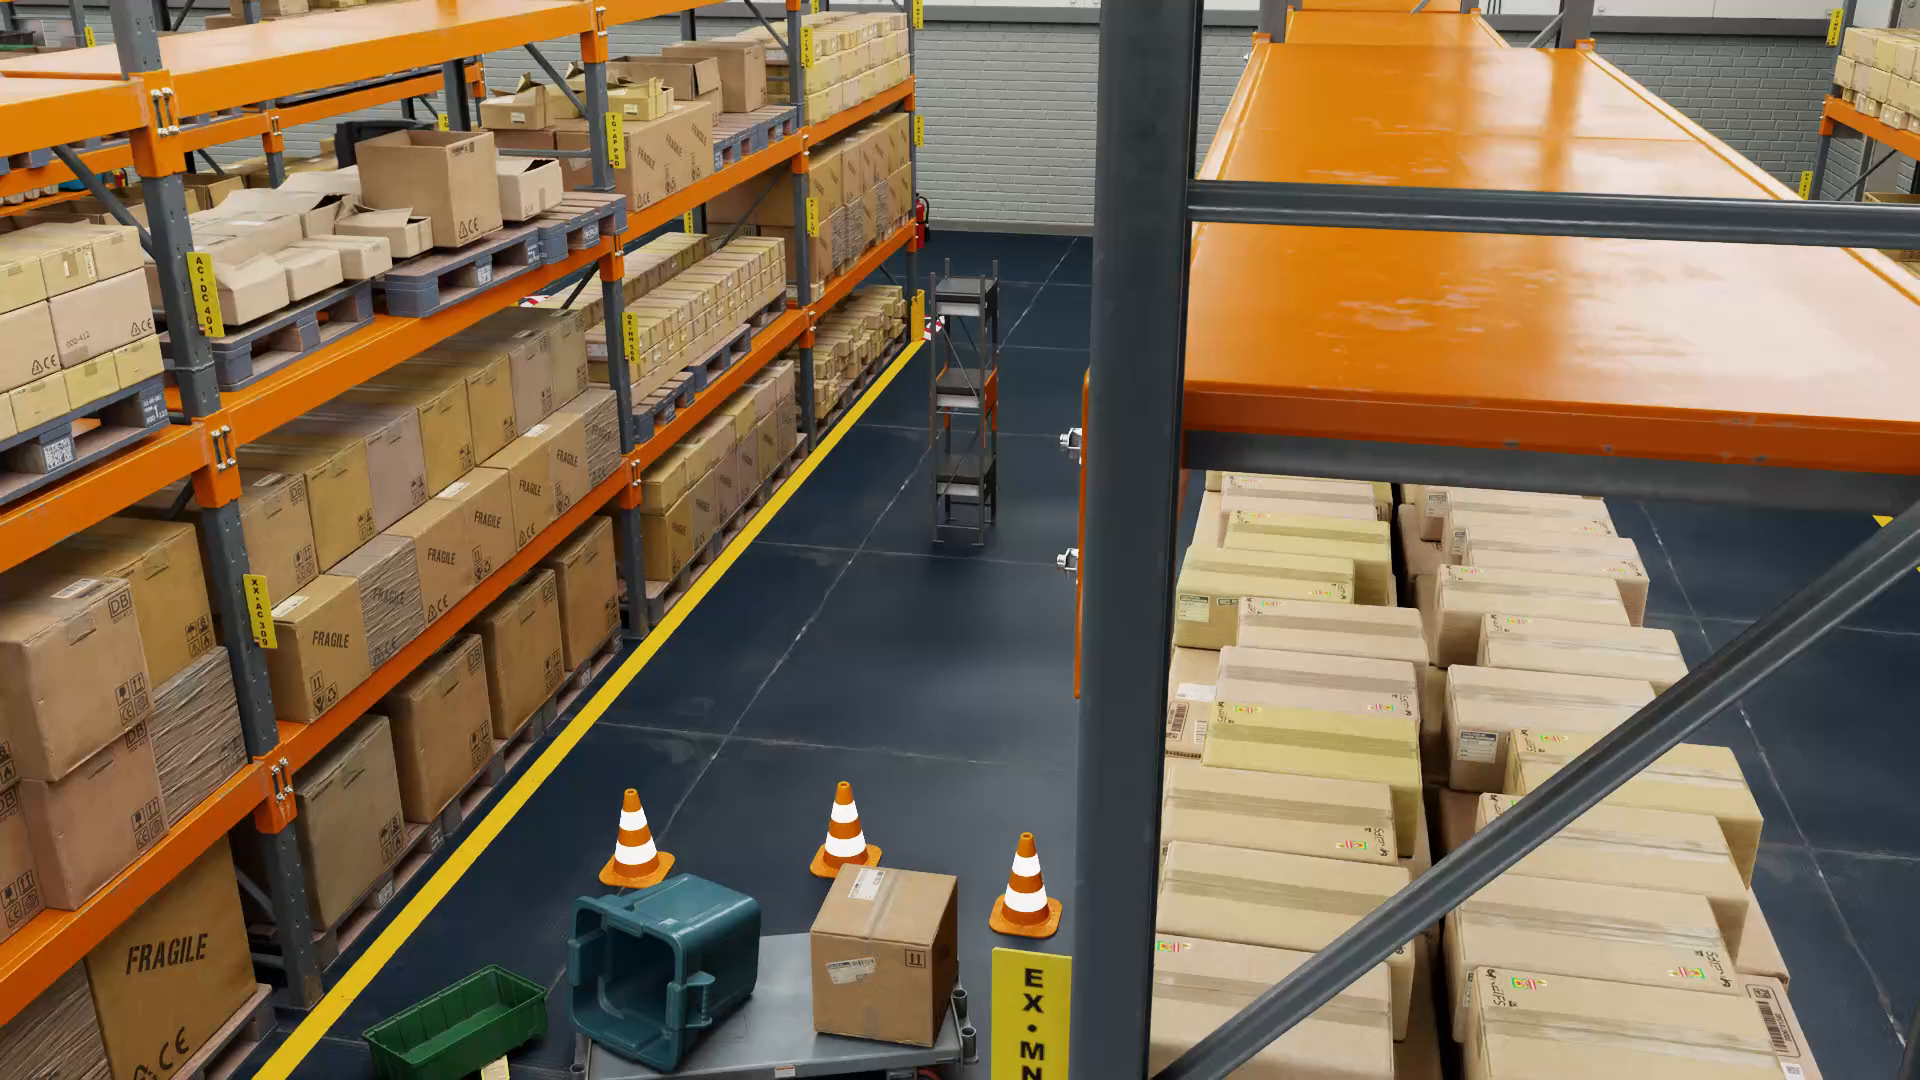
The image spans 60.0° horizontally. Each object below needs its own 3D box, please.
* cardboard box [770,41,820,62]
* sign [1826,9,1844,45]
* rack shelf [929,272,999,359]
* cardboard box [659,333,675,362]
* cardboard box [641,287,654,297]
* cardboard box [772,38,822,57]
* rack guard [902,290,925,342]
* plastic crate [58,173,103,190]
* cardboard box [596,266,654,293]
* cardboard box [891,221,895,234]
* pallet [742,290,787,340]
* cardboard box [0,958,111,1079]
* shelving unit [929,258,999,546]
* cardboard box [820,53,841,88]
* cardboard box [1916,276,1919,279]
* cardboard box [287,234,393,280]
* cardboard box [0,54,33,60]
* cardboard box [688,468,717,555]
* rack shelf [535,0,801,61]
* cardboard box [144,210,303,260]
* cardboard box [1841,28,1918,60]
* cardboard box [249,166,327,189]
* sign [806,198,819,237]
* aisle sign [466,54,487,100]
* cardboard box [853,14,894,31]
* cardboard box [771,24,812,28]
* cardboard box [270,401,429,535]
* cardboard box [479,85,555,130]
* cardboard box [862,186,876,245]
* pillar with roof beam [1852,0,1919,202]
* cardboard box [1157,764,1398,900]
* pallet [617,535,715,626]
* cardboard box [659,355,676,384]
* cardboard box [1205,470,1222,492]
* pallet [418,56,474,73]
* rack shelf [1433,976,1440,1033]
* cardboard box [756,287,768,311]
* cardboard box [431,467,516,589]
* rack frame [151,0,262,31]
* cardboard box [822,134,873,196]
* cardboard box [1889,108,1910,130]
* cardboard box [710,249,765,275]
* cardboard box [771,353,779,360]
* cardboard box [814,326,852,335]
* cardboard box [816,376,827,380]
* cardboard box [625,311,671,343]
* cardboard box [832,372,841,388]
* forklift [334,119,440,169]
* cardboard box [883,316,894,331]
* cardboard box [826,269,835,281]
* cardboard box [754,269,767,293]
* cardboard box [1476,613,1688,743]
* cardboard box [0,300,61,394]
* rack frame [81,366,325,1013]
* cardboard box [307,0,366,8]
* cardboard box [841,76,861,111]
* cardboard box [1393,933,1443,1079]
[{"bbox_3d":[-1.406,-4.158,14.145,0.380,0.149,0.250,4,22,9],"label":"cardboard box"},{"bbox_3d":[8.221,-4.818,15.616,0.100,0.325,0.005,4,22,11],"label":"sign"},{"bbox_3d":[0.034,-1.671,12.355,0.431,0.518,0.480,4,22,11],"label":"rack shelf"},{"bbox_3d":[-2.207,-1.346,11.557,0.380,0.149,0.250,4,22,9],"label":"cardboard box"},{"bbox_3d":[-2.584,-1.861,12.836,0.380,0.149,0.250,4,22,10],"label":"cardboard box"},{"bbox_3d":[-1.410,-4.254,14.383,0.380,0.149,0.250,4,22,10],"label":"cardboard box"},{"bbox_3d":[-0.990,-2.510,18.416,1.175,0.500,0.348,4,22,11],"label":"rack guard"},{"bbox_3d":[-10.544,-4.397,19.629,0.616,0.435,0.499,4,22,11],"label":"plastic crate"},{"bbox_3d":[-2.584,-2.006,12.798,0.380,0.149,0.250,5,23,13],"label":"cardboard box"},{"bbox_3d":[-0.888,-3.259,17.266,0.380,0.149,0.250,4,22,10],"label":"cardboard box"},{"bbox_3d":[-2.089,-1.877,13.755,1.003,0.211,1.213,4,22,11],"label":"pallet"},{"bbox_3d":[-3.800,2.037,6.063,0.875,0.875,0.875,5,22,11],"label":"cardboard box"},{"bbox_3d":[0.034,-1.035,12.612,0.431,2.100,0.503,4,22,11],"label":"shelving unit"},{"bbox_3d":[-1.351,-4.128,14.604,0.500,0.250,0.500,4,22,11],"label":"cardboard box"},{"bbox_3d":[7.889,-1.974,13.543,0.500,0.250,0.500,5,22,11],"label":"cardboard box"},{"bbox_3d":[-2.883,-1.317,7.734,0.380,0.149,0.250,4,22,11],"label":"cardboard box"},{"bbox_3d":[-7.298,-3.370,12.495,0.500,0.500,0.500,6,23,14],"label":"cardboard box"},{"bbox_3d":[-2.114,-0.230,12.193,0.500,0.500,0.500,5,22,12],"label":"cardboard box"},{"bbox_3d":[-2.199,-3.766,11.658,1.077,0.370,4.000,4,22,11],"label":"rack shelf"},{"bbox_3d":[-3.386,-1.340,7.655,0.500,0.250,0.500,4,22,10],"label":"cardboard box"},{"bbox_3d":[8.416,-4.528,15.200,0.500,0.250,0.500,4,22,10],"label":"cardboard box"},{"bbox_3d":[-6.278,-3.221,15.635,0.500,0.500,0.500,4,22,11],"label":"cardboard box"},{"bbox_3d":[-1.247,-2.730,14.068,0.100,0.325,0.005,4,22,11],"label":"sign"},{"bbox_3d":[-5.501,-5.321,18.572,0.394,0.787,0.004,4,22,11],"label":"aisle sign"},{"bbox_3d":[-0.880,-5.207,16.751,0.380,0.149,0.250,5,22,12],"label":"cardboard box"},{"bbox_3d":[-1.609,-4.769,15.662,0.380,0.149,0.250,5,23,13],"label":"cardboard box"},{"bbox_3d":[-3.121,-0.374,8.294,0.700,0.500,0.500,5,22,11],"label":"cardboard box"},{"bbox_3d":[-2.779,-2.732,10.448,0.396,0.266,0.258,4,22,11],"label":"cardboard box"},{"bbox_3d":[-1.130,-3.142,16.107,0.500,0.500,0.500,6,23,14],"label":"cardboard box"},{"bbox_3d":[5.970,-7.008,18.209,9.100,9.000,0.400,4,22,11],"label":"pillar with roof beam"},{"bbox_3d":[0.532,0.518,2.806,0.380,0.149,0.250,4,22,10],"label":"cardboard box"},{"bbox_3d":[-2.446,0.236,11.984,1.003,0.211,1.213,4,22,11],"label":"pallet"},{"bbox_3d":[-2.208,-1.195,11.579,0.380,0.149,0.250,6,23,14],"label":"cardboard box"},{"bbox_3d":[0.893,-0.235,4.676,0.380,0.149,0.250,4,22,11],"label":"cardboard box"},{"bbox_3d":[-5.951,-5.190,17.829,1.003,0.211,1.213,4,22,11],"label":"pallet"},{"bbox_3d":[1.035,0.706,4.034,1.077,0.370,4.000,4,22,11],"label":"rack shelf"},{"bbox_3d":[-1.783,-1.966,13.494,0.380,0.149,0.250,4,22,11],"label":"cardboard box"},{"bbox_3d":[-2.742,-0.080,8.902,0.500,0.500,0.500,5,22,12],"label":"cardboard box"},{"bbox_3d":[-6.626,-5.432,14.296,1.000,3.000,0.127,4,22,11],"label":"rack frame"},{"bbox_3d":[-1.130,-3.589,15.880,0.500,0.500,0.500,4,22,9],"label":"cardboard box"},{"bbox_3d":[8.005,-3.511,13.877,0.380,0.149,0.250,5,22,12],"label":"cardboard box"},{"bbox_3d":[-1.790,-2.234,13.363,0.380,0.149,0.250,4,22,9],"label":"cardboard box"},{"bbox_3d":[-1.916,-1.721,15.568,0.380,0.149,0.250,4,22,10],"label":"cardboard box"},{"bbox_3d":[-1.262,-1.975,16.200,0.380,0.149,0.250,4,22,9],"label":"cardboard box"},{"bbox_3d":[-1.440,-1.452,15.300,0.380,0.149,0.250,5,22,11],"label":"cardboard box"},{"bbox_3d":[-2.216,-1.468,11.460,0.380,0.149,0.250,4,22,11],"label":"cardboard box"},{"bbox_3d":[-1.345,-1.504,15.827,0.380,0.149,0.250,4,22,10],"label":"cardboard box"},{"bbox_3d":[-4.665,-1.809,13.422,1.130,2.935,3.031,4,22,10],"label":"forklift"},{"bbox_3d":[-0.907,-2.303,17.411,0.380,0.149,0.250,4,22,9],"label":"cardboard box"},{"bbox_3d":[-1.368,-2.497,15.374,0.380,0.149,0.250,3,22,9],"label":"cardboard box"},{"bbox_3d":[-1.785,-2.103,13.436,0.380,0.149,0.250,5,23,13],"label":"cardboard box"},{"bbox_3d":[1.261,0.282,3.391,0.380,0.149,0.250,5,22,12],"label":"cardboard box"},{"bbox_3d":[-3.376,-0.625,5.481,0.500,0.250,0.500,4,22,11],"label":"cardboard box"},{"bbox_3d":[-3.423,0.692,7.121,1.000,3.000,0.127,4,22,11],"label":"rack frame"},{"bbox_3d":[-6.231,-5.401,16.400,0.500,0.250,0.500,4,22,9],"label":"cardboard box"},{"bbox_3d":[-1.219,-4.078,15.150,0.500,0.250,0.500,5,23,13],"label":"cardboard box"},{"bbox_3d":[0.468,0.827,2.572,0.500,0.250,0.500,4,22,10],"label":"cardboard box"}]
